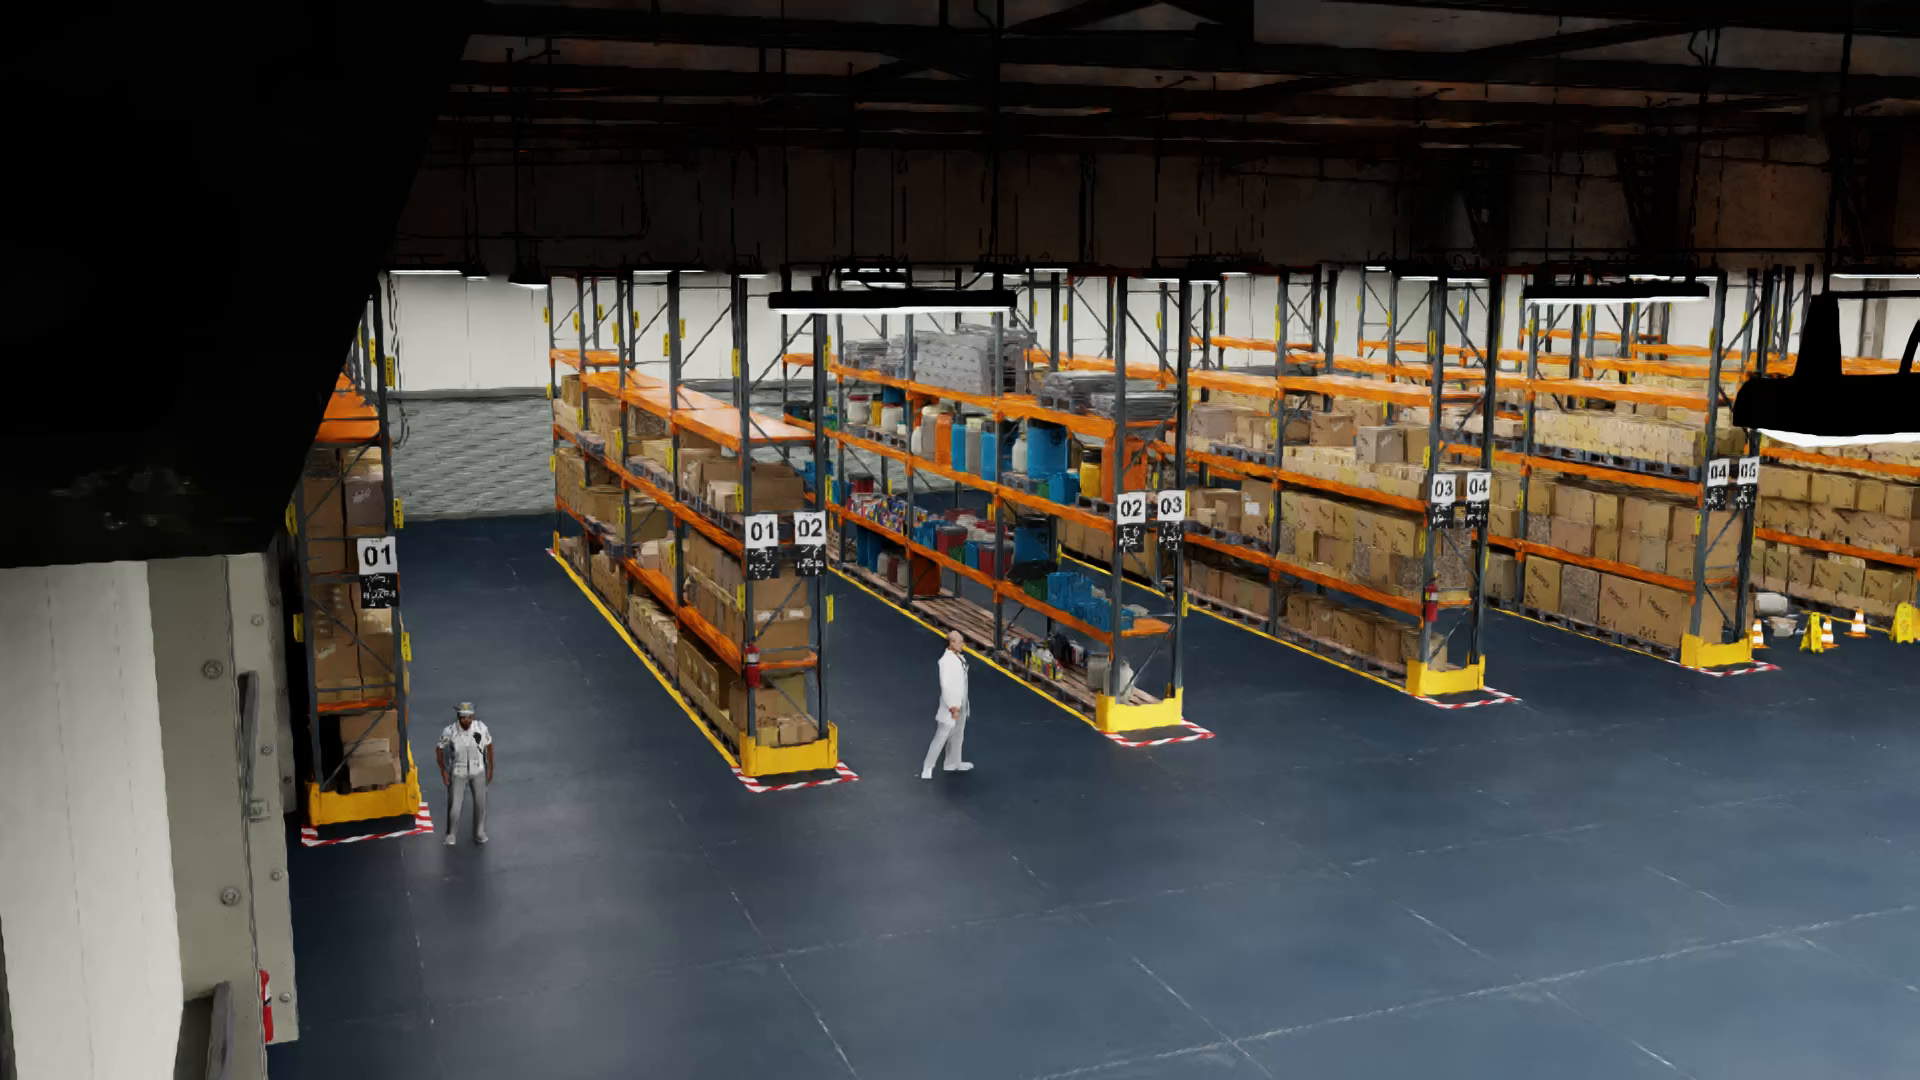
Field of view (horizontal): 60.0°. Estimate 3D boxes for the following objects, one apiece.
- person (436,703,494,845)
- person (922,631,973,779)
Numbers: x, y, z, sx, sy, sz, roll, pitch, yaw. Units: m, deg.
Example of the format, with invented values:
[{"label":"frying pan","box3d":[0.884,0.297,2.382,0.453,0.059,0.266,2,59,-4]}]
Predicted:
[{"label":"person","box3d":[-5.279,2.481,17.784,0.592,1.629,0.526,-4,11,-22]},{"label":"person","box3d":[-0.172,1.988,20.149,0.504,1.776,0.768,4,11,22]}]
